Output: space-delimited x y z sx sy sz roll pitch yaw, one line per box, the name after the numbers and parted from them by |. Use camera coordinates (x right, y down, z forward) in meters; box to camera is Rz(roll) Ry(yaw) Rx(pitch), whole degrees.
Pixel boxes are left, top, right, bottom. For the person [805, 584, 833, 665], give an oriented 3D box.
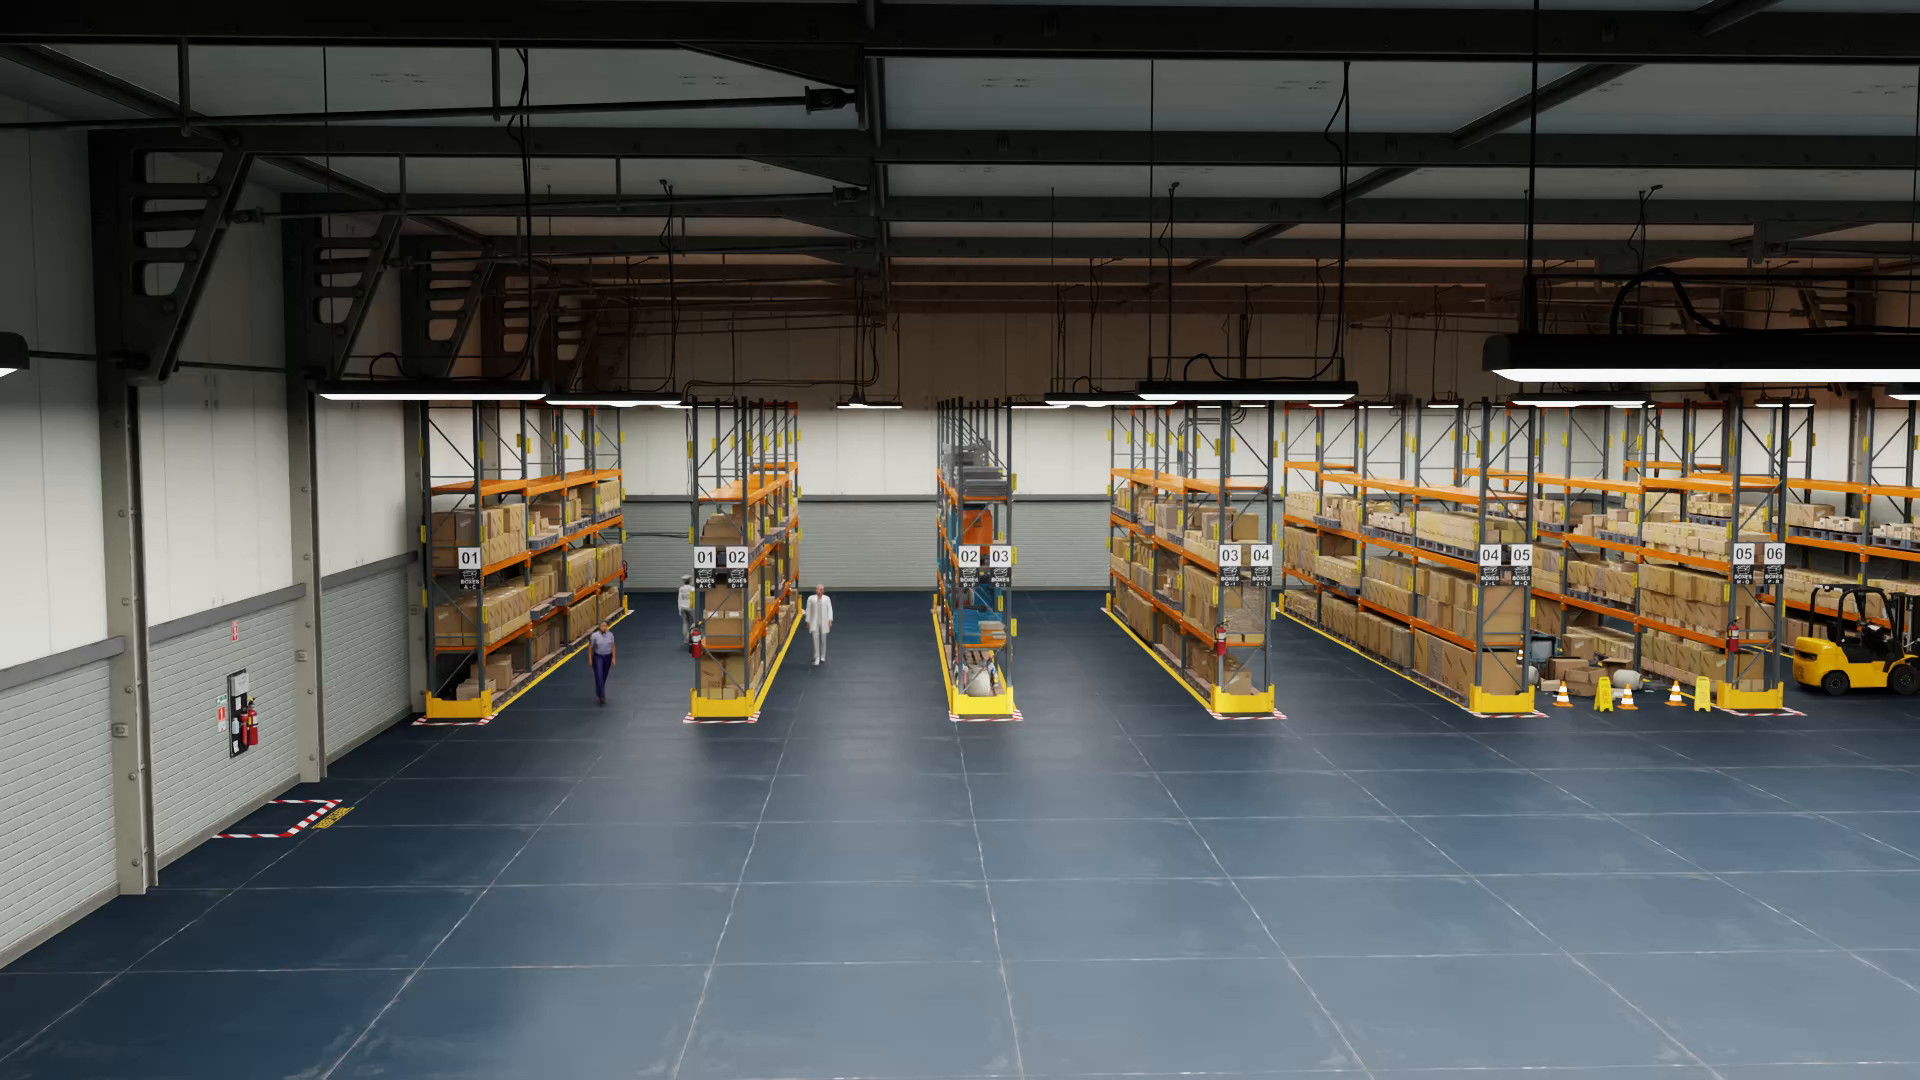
-3.191 1.926 37.921 0.619 1.794 0.778 -1 5 -15 | person

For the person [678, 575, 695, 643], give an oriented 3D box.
-6.750 1.713 41.114 0.514 1.677 0.454 2 5 23 | person

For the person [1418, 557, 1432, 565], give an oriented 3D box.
13.646 1.068 48.938 0.575 1.772 0.862 2 5 22 | person

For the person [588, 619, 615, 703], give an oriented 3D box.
-7.054 2.365 32.836 0.528 1.595 0.940 -4 6 -40 | person
